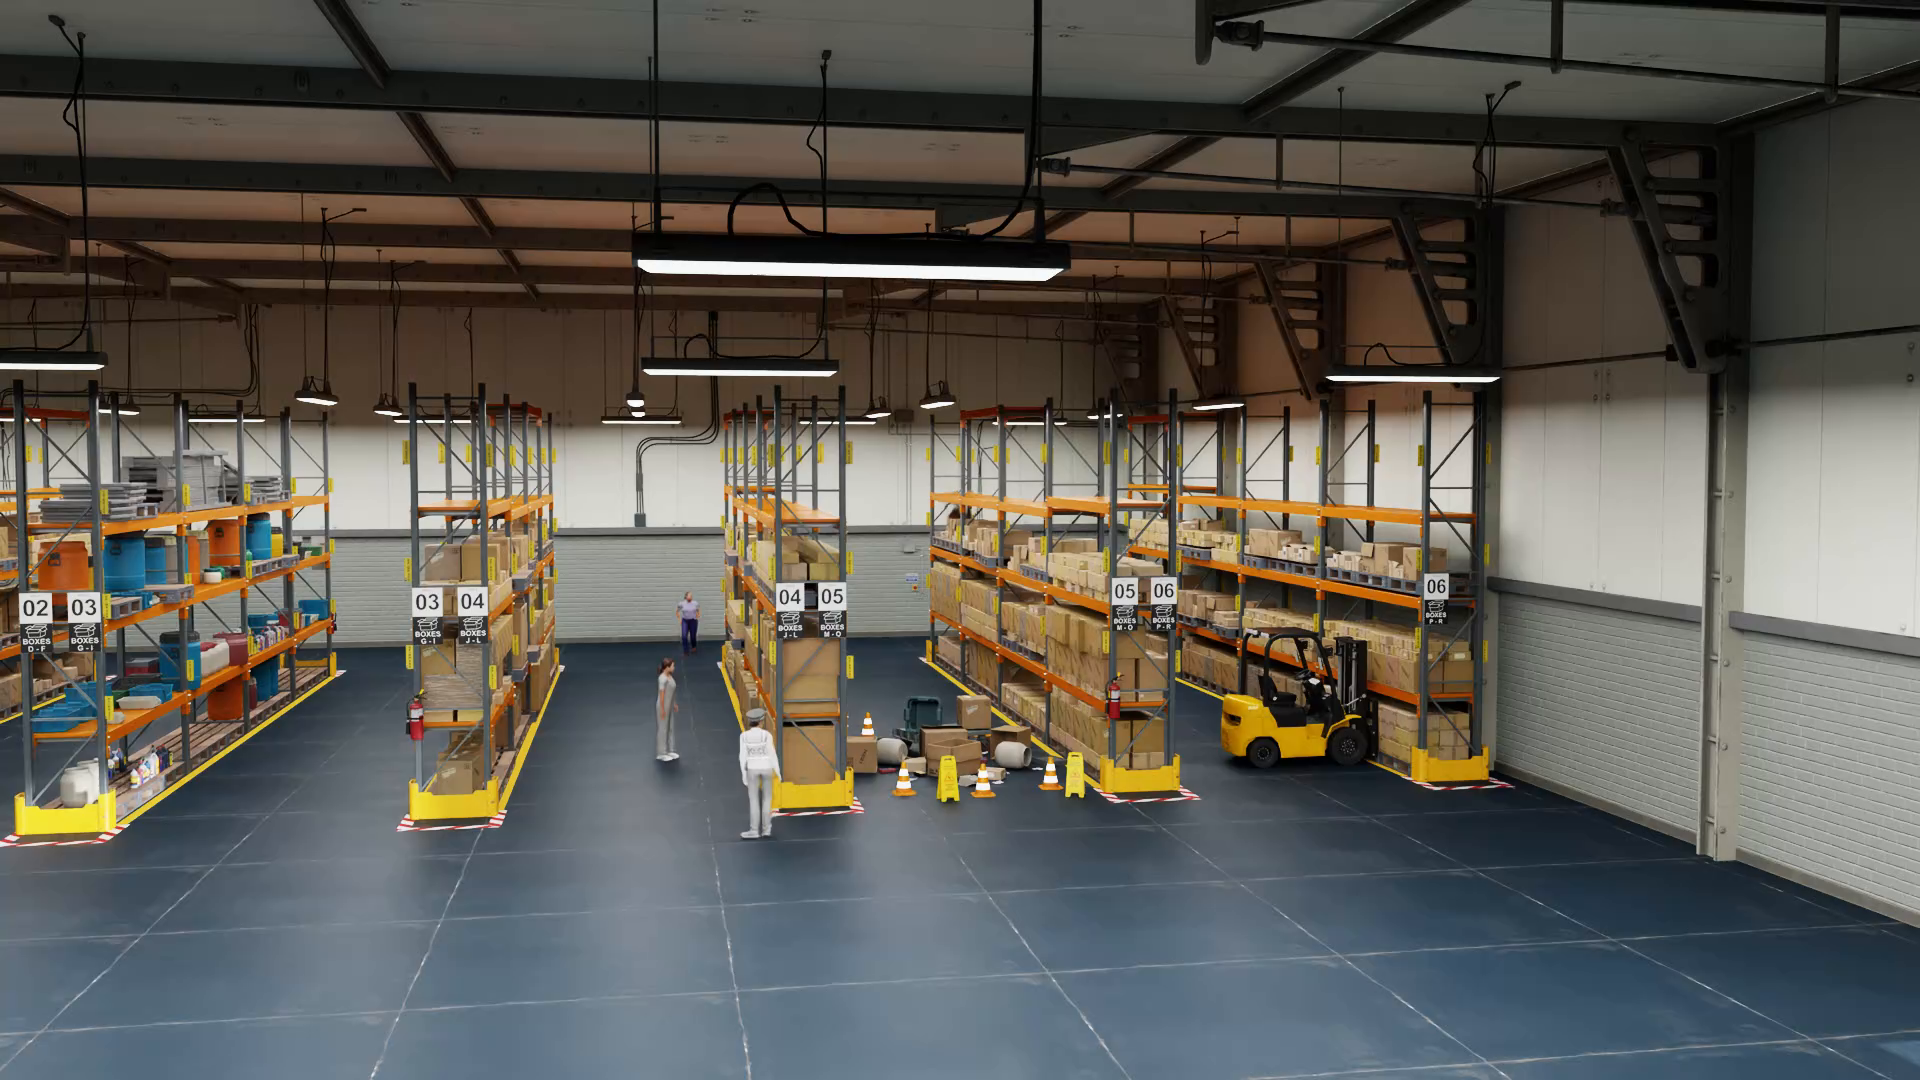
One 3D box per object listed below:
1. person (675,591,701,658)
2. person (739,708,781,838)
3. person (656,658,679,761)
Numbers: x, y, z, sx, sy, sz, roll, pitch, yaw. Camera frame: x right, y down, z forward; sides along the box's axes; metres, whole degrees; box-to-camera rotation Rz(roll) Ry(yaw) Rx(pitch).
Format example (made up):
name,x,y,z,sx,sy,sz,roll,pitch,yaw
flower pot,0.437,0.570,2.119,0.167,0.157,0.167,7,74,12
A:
name,x,y,z,sx,sy,sz,roll,pitch,yaw
person,-6.784,2.118,41.486,0.634,1.679,0.724,0,3,-3
person,-2.619,3.068,21.813,0.548,1.717,0.391,0,3,-6
person,-4.818,2.786,27.383,0.355,1.668,0.470,0,3,5
